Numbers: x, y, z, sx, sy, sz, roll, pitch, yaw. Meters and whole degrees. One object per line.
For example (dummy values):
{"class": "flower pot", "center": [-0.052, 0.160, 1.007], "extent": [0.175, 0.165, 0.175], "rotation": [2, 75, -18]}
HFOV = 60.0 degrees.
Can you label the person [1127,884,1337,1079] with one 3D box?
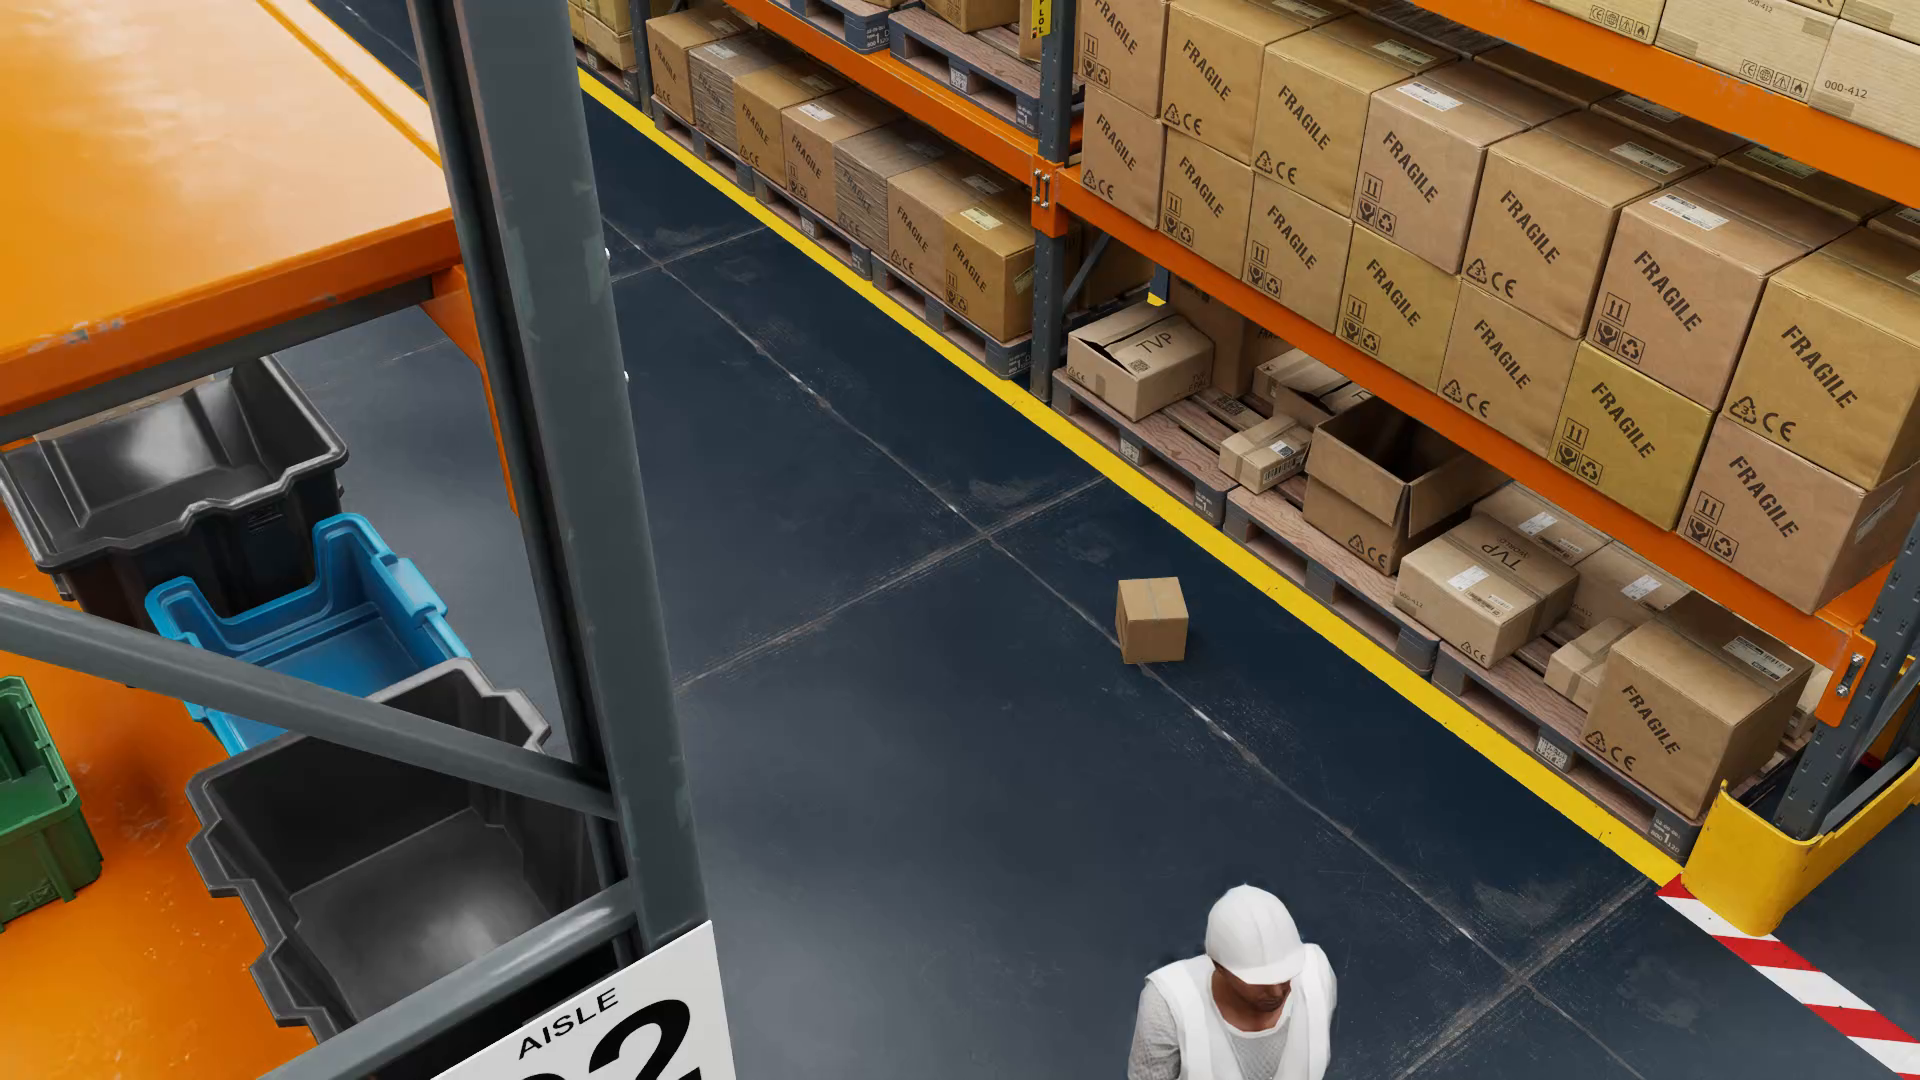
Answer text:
{"class": "person", "center": [0.692, 1.601, 4.206], "extent": [0.548, 1.754, 0.898], "rotation": [-4, 40, -4]}
